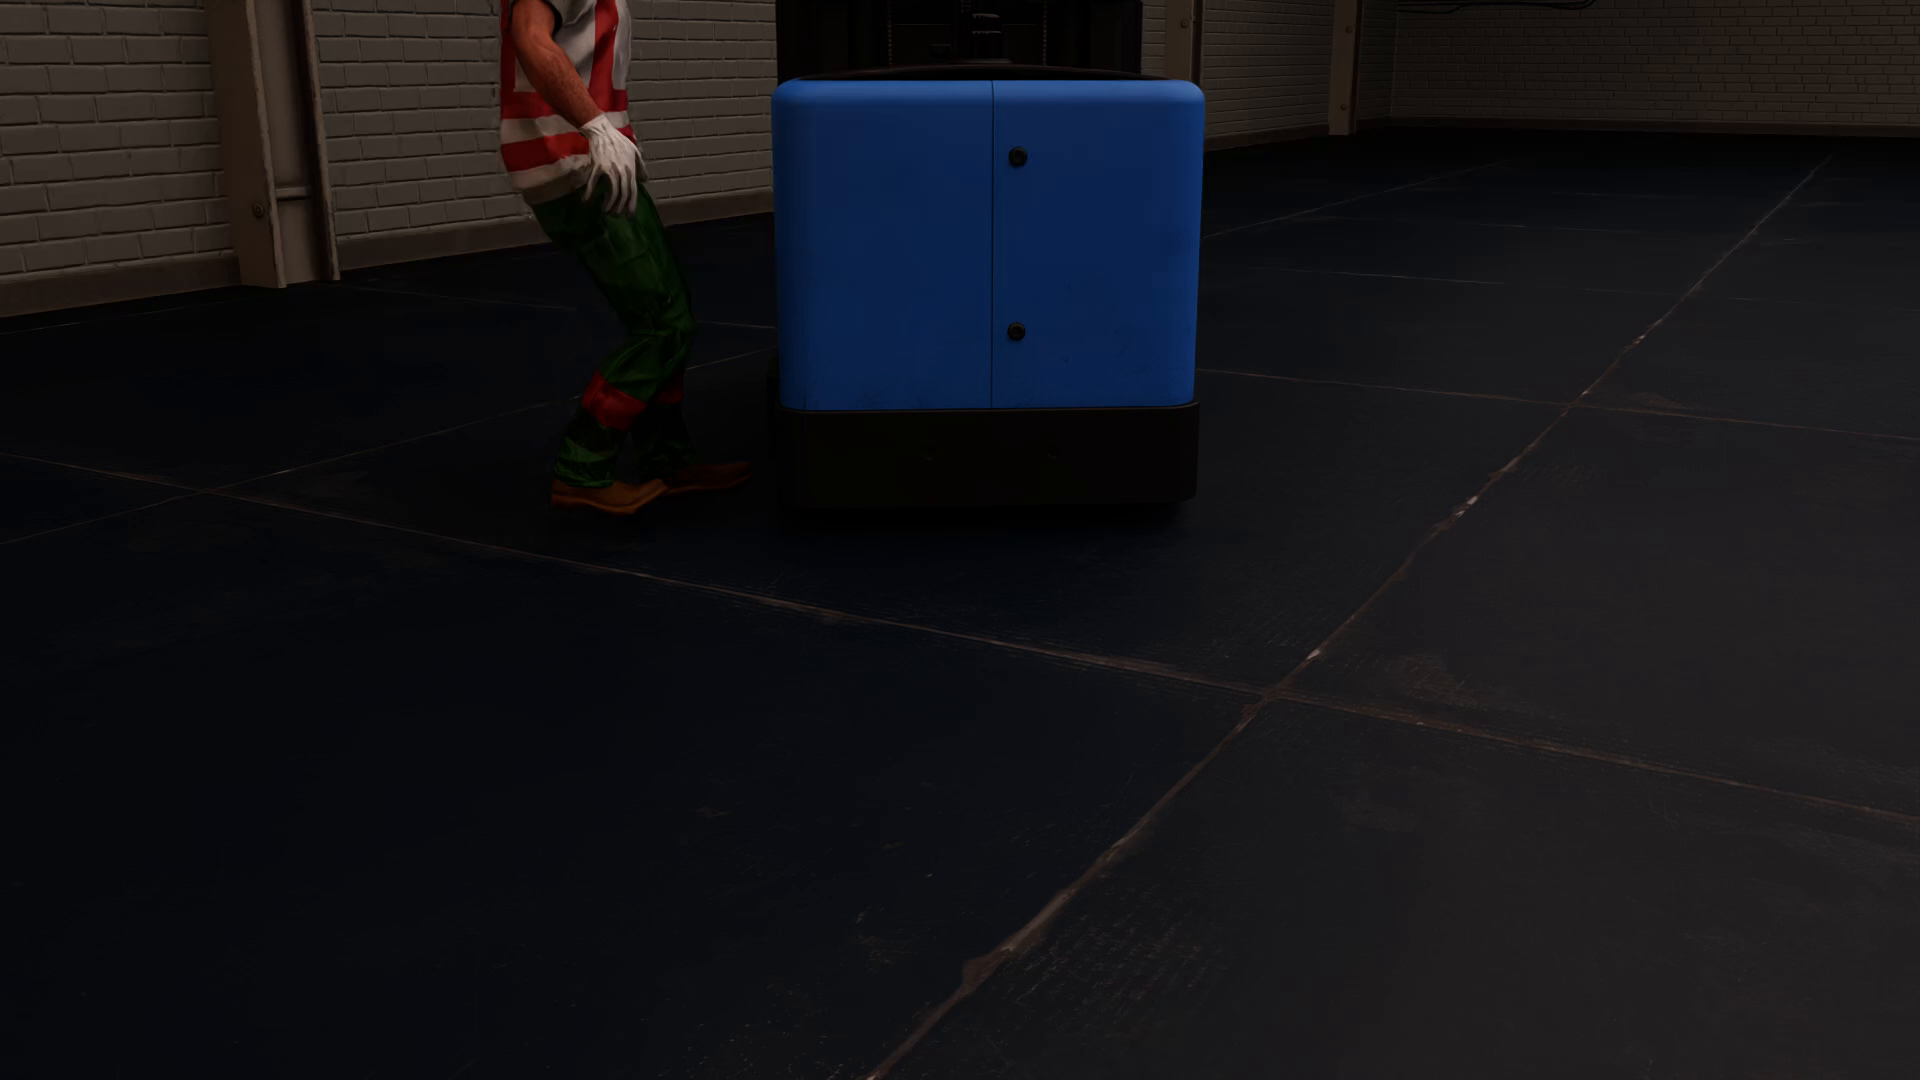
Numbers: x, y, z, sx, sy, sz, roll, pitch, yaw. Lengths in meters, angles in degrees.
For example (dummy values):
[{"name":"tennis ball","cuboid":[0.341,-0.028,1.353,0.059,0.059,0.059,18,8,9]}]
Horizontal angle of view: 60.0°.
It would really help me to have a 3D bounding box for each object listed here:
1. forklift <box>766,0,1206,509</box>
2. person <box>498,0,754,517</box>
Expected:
[{"name":"forklift","cuboid":[-0.019,-1.846,5.121,1.130,2.935,3.031,-1,16,-3]},{"name":"person","cuboid":[-0.807,-0.883,4.031,0.571,1.744,0.927,-3,17,-9]}]
